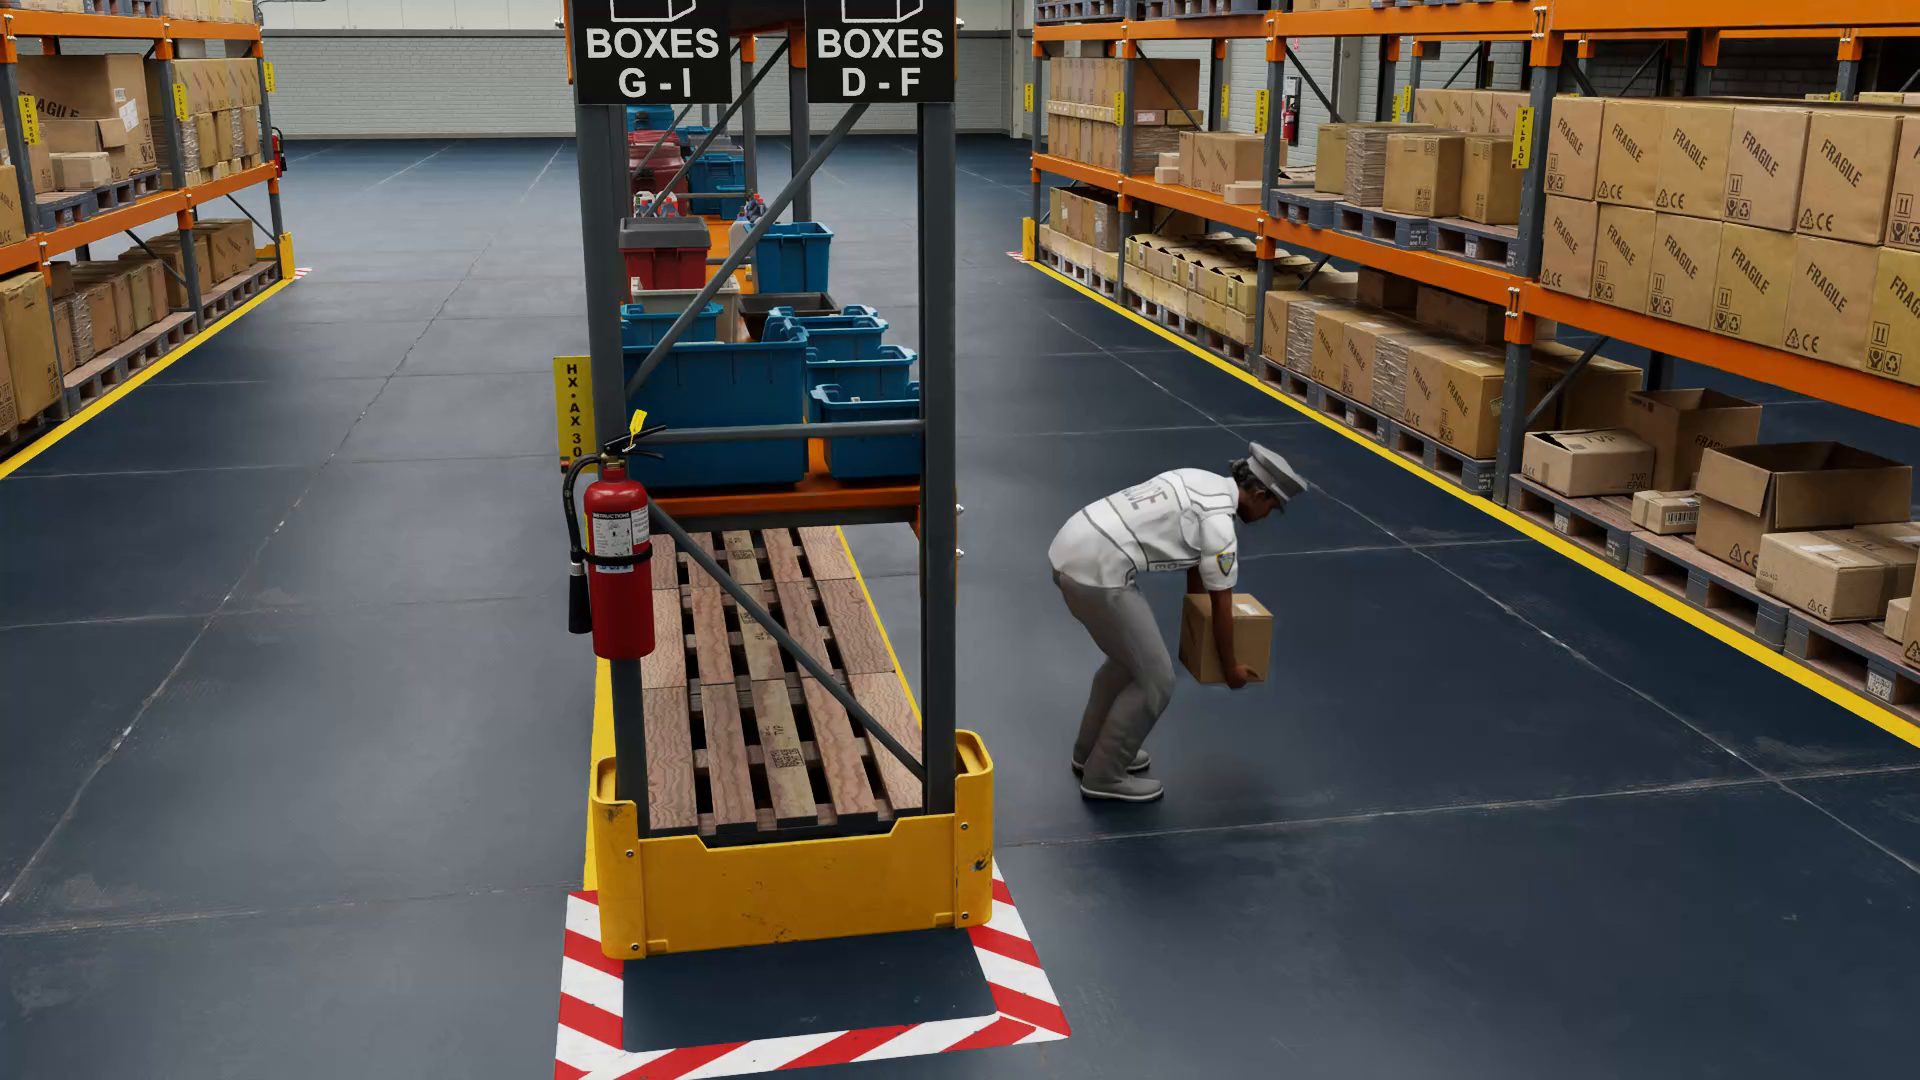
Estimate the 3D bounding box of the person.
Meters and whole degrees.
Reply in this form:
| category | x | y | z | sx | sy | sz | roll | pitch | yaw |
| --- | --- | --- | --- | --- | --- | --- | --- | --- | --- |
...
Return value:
| category | x | y | z | sx | sy | sz | roll | pitch | yaw |
| --- | --- | --- | --- | --- | --- | --- | --- | --- | --- |
| person | 0.763 | 0.279 | 5.874 | 0.907 | 1.236 | 0.433 | -2 | 17 | -6 |
